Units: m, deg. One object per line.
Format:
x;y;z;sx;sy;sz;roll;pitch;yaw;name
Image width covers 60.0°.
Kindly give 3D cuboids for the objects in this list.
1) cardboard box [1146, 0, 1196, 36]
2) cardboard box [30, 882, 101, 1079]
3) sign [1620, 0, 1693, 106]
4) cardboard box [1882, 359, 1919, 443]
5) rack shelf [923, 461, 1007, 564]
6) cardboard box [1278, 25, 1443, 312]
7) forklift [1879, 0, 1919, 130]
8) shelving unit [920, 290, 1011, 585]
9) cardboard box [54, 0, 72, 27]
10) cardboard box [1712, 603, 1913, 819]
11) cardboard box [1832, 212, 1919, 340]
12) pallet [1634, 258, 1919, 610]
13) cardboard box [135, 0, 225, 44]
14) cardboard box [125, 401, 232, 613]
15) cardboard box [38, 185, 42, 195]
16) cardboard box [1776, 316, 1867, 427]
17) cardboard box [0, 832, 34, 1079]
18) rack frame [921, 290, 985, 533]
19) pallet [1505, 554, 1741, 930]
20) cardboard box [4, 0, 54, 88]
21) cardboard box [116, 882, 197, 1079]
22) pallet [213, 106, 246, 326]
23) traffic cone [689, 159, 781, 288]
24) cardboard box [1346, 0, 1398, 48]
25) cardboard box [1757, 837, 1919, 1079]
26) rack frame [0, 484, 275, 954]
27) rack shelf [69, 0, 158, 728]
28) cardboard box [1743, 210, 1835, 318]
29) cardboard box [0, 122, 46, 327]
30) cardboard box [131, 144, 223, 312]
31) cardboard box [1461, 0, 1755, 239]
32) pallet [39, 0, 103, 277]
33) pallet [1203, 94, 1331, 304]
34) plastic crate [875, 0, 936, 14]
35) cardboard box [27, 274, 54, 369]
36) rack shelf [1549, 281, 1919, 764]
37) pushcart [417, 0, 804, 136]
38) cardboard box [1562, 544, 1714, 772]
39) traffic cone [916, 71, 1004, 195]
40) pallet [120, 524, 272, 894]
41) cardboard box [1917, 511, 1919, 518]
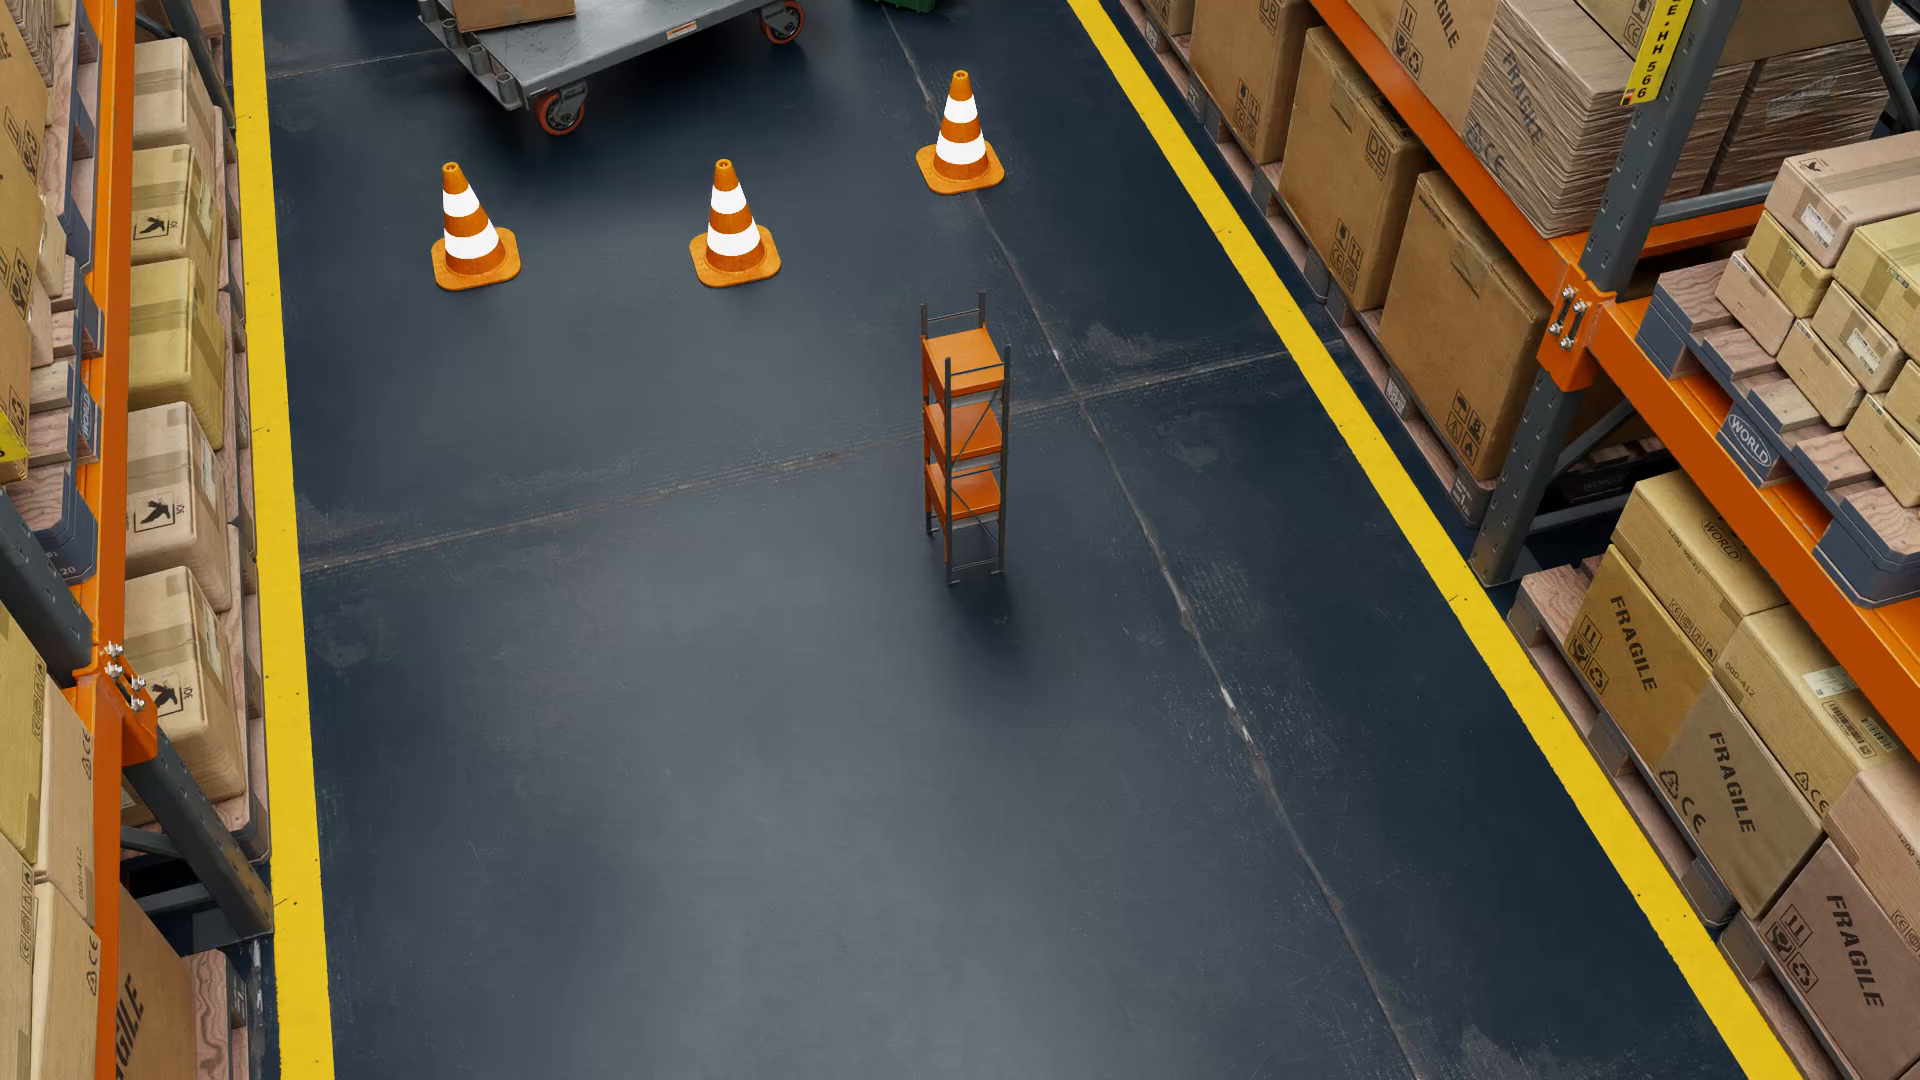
1.315;-2.855;7.392;1.050;0.750;0.750;-14;51;-11;cardboard box
-1.907;0.965;3.072;0.500;0.250;0.500;-12;51;-10;cardboard box
1.699;-1.202;4.044;0.100;0.325;0.005;-13;51;-11;sign
2.344;-0.316;3.750;0.380;0.149;0.250;-15;51;-12;cardboard box
0.016;-0.113;5.536;0.215;0.259;0.240;-13;51;-11;rack shelf
1.873;-1.469;6.224;1.050;0.750;0.750;-13;51;-10;cardboard box
4.429;-2.129;5.628;1.130;2.935;3.031;-13;51;-11;forklift
0.016;-0.299;5.316;0.215;1.050;0.252;-13;51;-11;shelving unit
-2.949;-1.677;5.092;0.380;0.149;0.250;-13;51;-11;cardboard box
2.351;0.401;4.320;0.500;0.250;0.500;-14;51;-11;cardboard box
2.262;-0.625;3.816;0.380;0.149;0.250;-15;51;-12;cardboard box
2.541;-0.398;4.249;1.213;0.211;1.003;-13;51;-11;pallet
-3.570;-2.426;7.357;0.500;0.250;0.500;-15;52;-13;cardboard box
-2.854;-0.004;5.235;0.950;0.372;0.625;-14;51;-12;cardboard box
-2.685;-0.885;4.424;0.380;0.149;0.250;-11;51;-9;cardboard box
2.247;-0.442;4.051;0.380;0.149;0.250;-11;51;-9;cardboard box
-1.929;0.794;2.890;0.500;0.250;0.500;-14;51;-12;cardboard box
-0.020;-0.388;5.391;0.200;1.050;0.008;-13;51;-11;rack frame
2.458;0.514;5.179;1.003;0.211;1.213;-13;51;-11;pallet
-2.847;-1.540;4.552;0.500;0.500;0.500;-15;52;-12;cardboard box
-2.345;1.309;3.799;0.875;0.875;0.875;-14;51;-11;cardboard box
-3.422;-1.218;6.638;1.003;0.211;1.213;-13;51;-11;pallet
-0.908;-1.292;6.537;0.336;0.463;0.334;-13;51;-11;traffic cone
1.545;-1.987;5.397;0.500;0.500;0.500;-14;51;-12;cardboard box
2.502;1.029;4.281;0.500;0.500;0.500;-14;51;-12;cardboard box
-2.470;0.237;3.589;1.000;3.000;0.127;-13;51;-11;rack frame
-3.062;-0.992;5.095;1.077;0.370;4.000;-13;51;-11;rack shelf
2.180;-0.708;4.080;0.380;0.149;0.250;-11;51;-9;cardboard box
-2.543;-0.787;3.917;0.500;0.500;0.500;-11;51;-9;cardboard box
-3.280;-1.066;6.131;0.950;0.372;0.625;-10;51;-9;cardboard box
1.839;-1.257;4.782;0.500;0.500;0.500;-13;51;-11;cardboard box
-3.095;-1.138;4.873;1.003;0.211;1.213;-13;51;-11;pallet
1.710;-1.540;6.910;1.003;0.211;1.213;-13;51;-11;pallet
-0.257;-2.821;7.968;0.450;0.188;0.662;16;51;0;plastic crate
-2.477;-0.521;4.117;0.380;0.149;0.250;-16;52;-13;cardboard box
2.820;0.736;3.638;1.077;0.370;4.000;-13;51;-11;rack shelf
-1.490;-2.392;7.519;1.648;0.377;0.936;-30;56;-23;pushcart
2.194;0.288;4.905;0.500;0.500;0.500;-15;52;-13;cardboard box
0.000;-1.739;6.914;0.336;0.463;0.334;-13;51;-11;traffic cone
-2.700;0.564;5.136;1.003;0.211;1.213;-13;51;-11;pallet
2.409;-0.049;3.719;0.380;0.149;0.250;-11;51;-9;cardboard box
